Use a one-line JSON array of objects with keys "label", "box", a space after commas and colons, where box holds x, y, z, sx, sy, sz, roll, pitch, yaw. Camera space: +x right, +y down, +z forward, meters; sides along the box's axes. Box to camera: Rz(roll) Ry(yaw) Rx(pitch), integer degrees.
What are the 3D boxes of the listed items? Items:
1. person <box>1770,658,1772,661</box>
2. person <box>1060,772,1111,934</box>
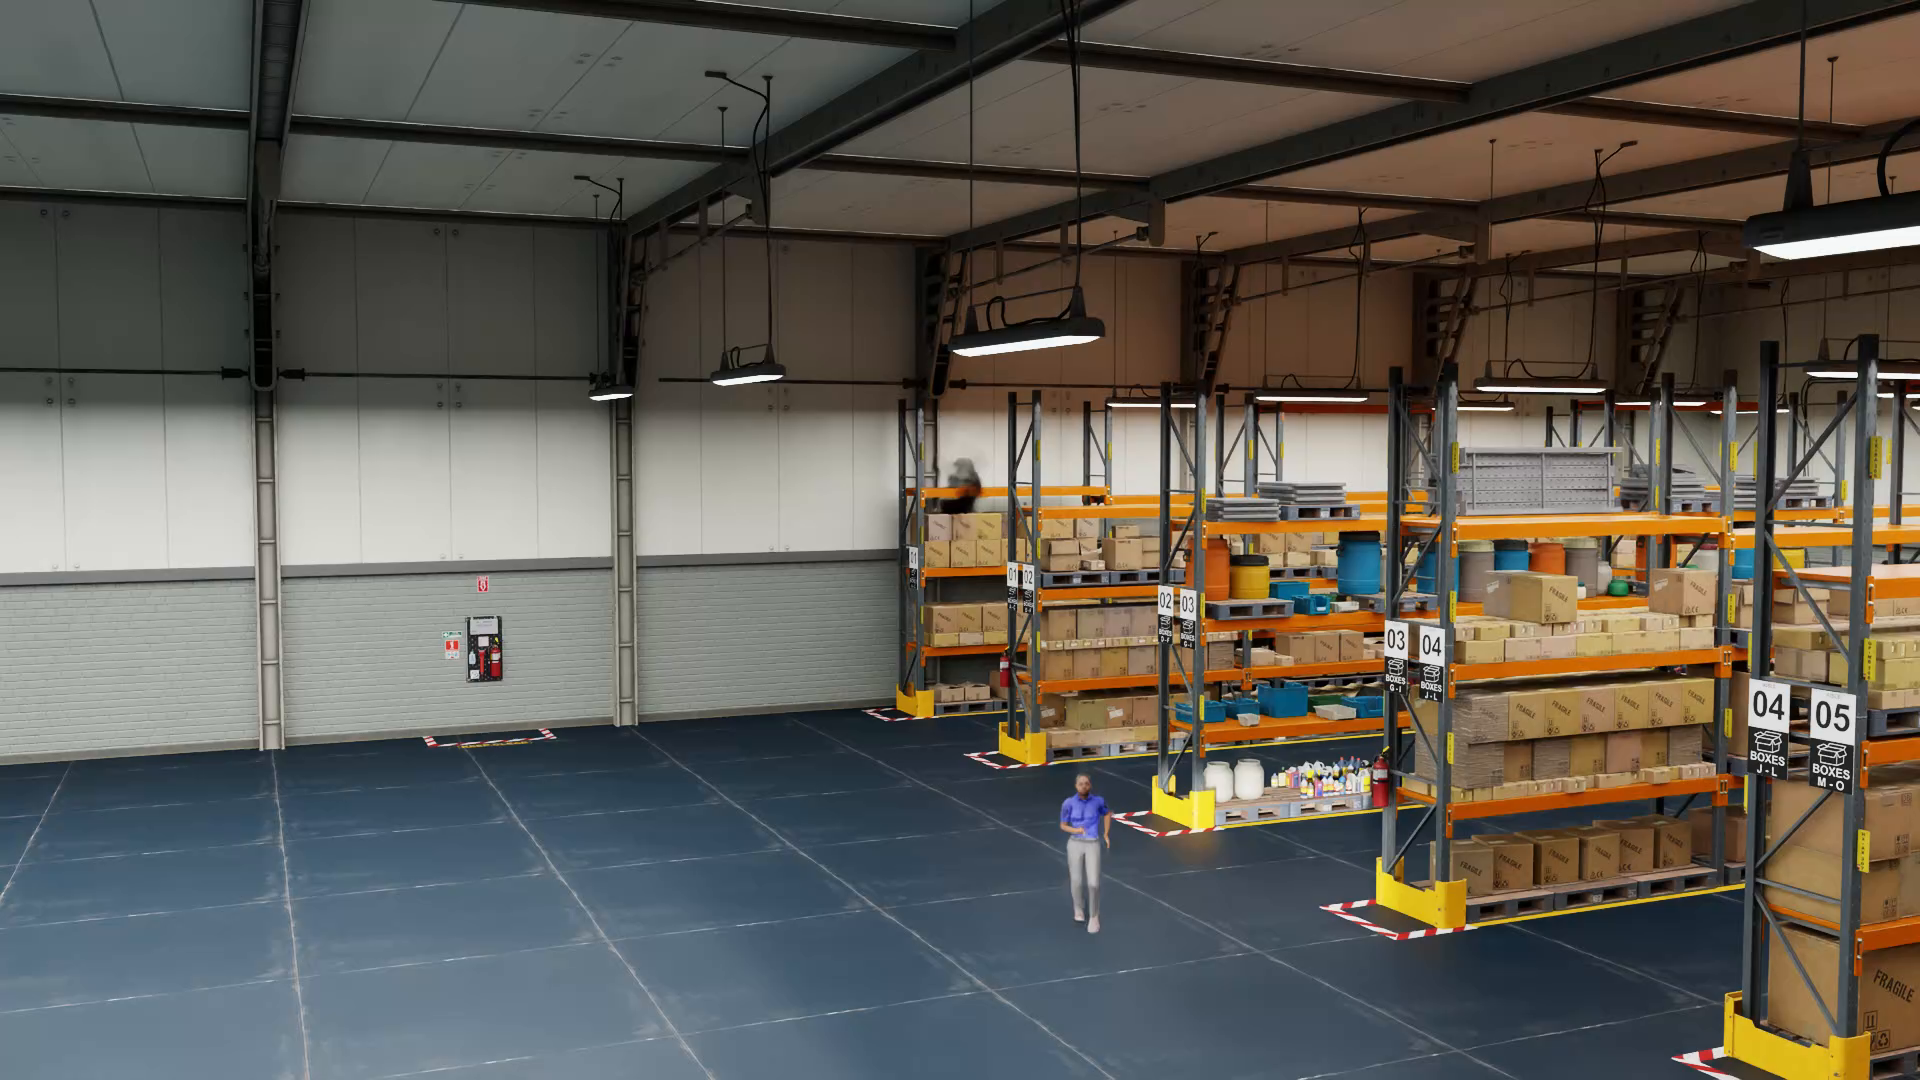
[{"label": "person", "box": [15.604, 2.469, 31.506, 0.658, 1.706, 0.686, -2, 4, -29]}, {"label": "person", "box": [1.329, 3.311, 17.626, 0.541, 1.694, 0.718, 0, 3, 5]}]
